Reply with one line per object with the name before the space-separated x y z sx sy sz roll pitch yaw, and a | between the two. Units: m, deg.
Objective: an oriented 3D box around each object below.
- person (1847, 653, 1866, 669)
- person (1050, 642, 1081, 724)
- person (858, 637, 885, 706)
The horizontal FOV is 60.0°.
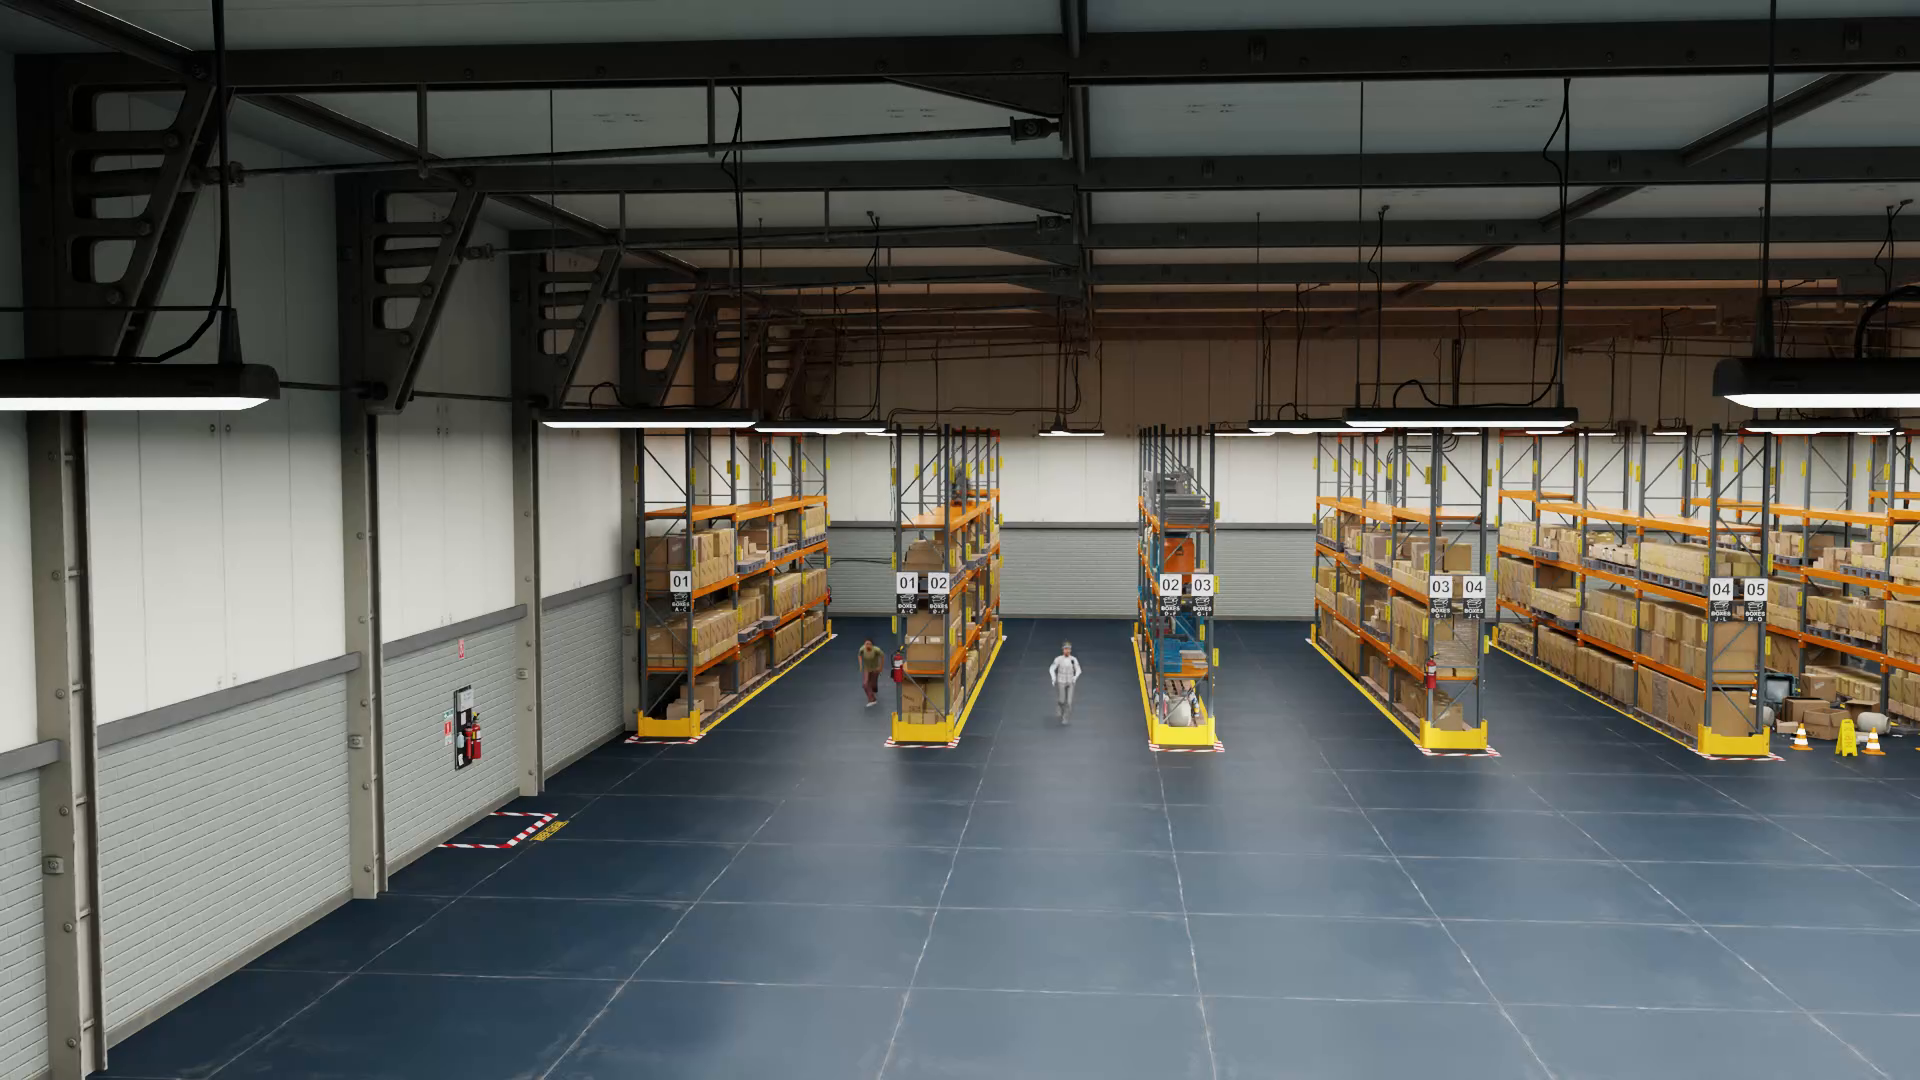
person | 21.754 2.455 40.488 0.586 1.679 0.618 -1 4 -9
person | 2.135 2.878 33.445 0.629 1.640 0.555 0 3 -5
person | -1.876 2.805 35.847 0.587 1.518 0.963 1 4 10
